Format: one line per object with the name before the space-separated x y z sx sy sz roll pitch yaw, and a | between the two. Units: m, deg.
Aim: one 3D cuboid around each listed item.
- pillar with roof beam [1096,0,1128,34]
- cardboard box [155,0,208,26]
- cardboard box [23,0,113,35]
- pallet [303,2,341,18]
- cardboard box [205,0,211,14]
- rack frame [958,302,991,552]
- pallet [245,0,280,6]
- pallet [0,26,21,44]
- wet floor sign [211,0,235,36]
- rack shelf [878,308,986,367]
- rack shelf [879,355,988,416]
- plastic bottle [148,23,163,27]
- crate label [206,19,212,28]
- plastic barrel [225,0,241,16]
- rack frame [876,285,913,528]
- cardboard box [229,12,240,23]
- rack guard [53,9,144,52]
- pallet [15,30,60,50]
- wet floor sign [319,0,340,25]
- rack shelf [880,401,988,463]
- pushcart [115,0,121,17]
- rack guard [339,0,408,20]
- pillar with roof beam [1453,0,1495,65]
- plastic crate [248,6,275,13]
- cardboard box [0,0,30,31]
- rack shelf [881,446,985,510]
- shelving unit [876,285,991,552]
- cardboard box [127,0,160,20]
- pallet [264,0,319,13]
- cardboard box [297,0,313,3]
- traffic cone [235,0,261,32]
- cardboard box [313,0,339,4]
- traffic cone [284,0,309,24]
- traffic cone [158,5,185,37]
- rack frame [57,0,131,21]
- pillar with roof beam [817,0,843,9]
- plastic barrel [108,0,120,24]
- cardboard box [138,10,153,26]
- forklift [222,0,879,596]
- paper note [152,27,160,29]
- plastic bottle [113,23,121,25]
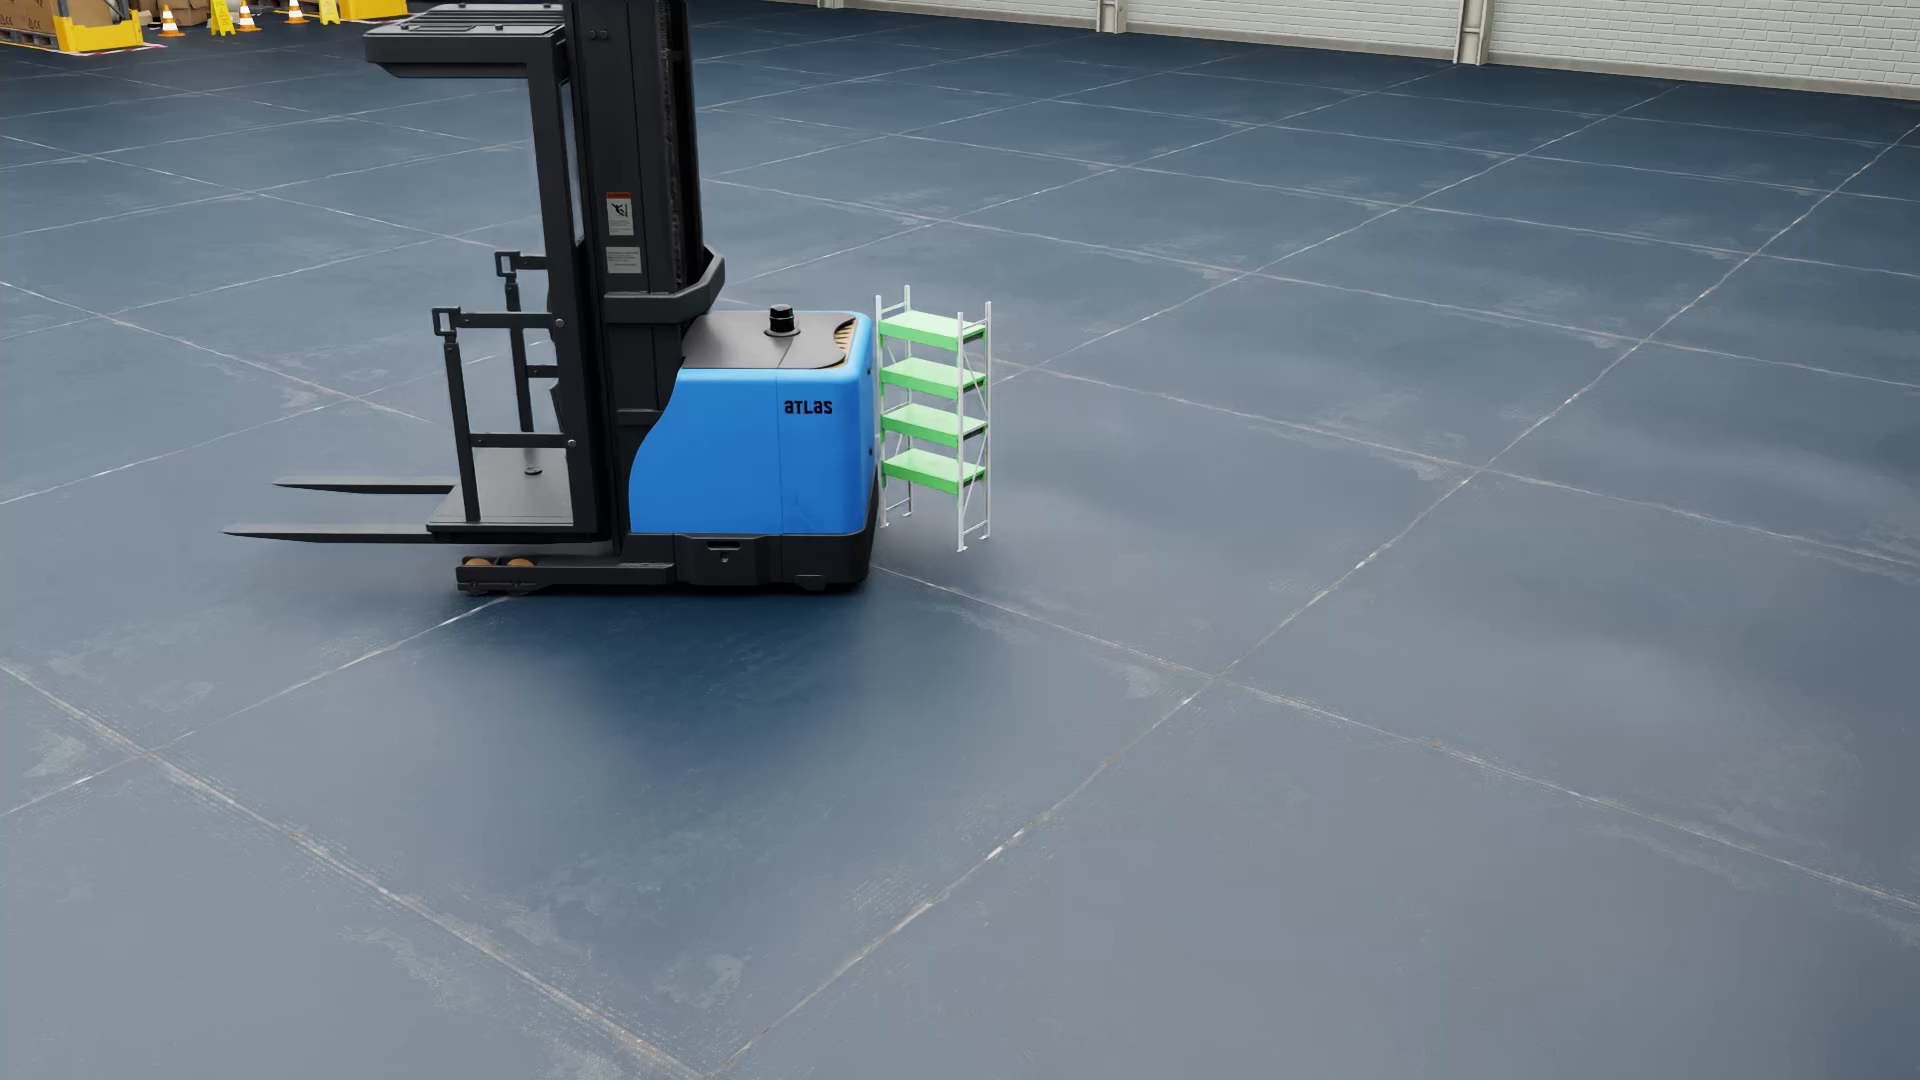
pillar with roof beam | -0.127 -10.966 21.978 0.400 9.000 9.100 17 29 33
cardboard box | -13.029 -8.916 27.861 0.637 0.503 0.797 -1 24 -3
cardboard box | -13.575 -8.191 25.235 0.875 0.875 0.875 17 29 34
pallet | -10.794 -9.400 29.323 1.213 0.211 1.003 17 29 33
cardboard box | -13.264 -9.577 29.362 0.500 0.500 0.500 -5 24 -12
rack frame | 0.069 -0.531 7.964 0.015 1.200 0.240 17 29 34
pallet | -12.747 -9.990 30.662 1.213 0.211 1.003 17 29 33
pallet | -14.651 -8.016 26.181 1.213 0.211 1.003 17 29 33
wet floor sign | -11.782 -8.383 26.476 0.232 0.644 0.267 12 26 24
rack shelf | -0.127 -0.970 7.930 0.480 0.148 0.258 17 29 34
rack shelf | -0.126 -0.751 8.027 0.480 0.148 0.258 17 29 34
plastic bottle | -13.344 -8.528 27.530 0.283 0.061 0.133 7 25 15
crate label | -12.282 -8.558 27.503 0.298 0.136 0.250 3 24 6
plastic barrel | -12.665 -9.282 28.792 0.512 0.421 0.421 -5 24 -12
rack frame | -0.320 -0.649 8.233 0.015 1.200 0.240 17 29 34
cardboard box | -12.364 -8.811 28.062 0.380 0.149 0.250 -10 26 -21
rack guard | -12.973 -7.679 25.058 0.348 0.500 1.175 17 29 33
pallet | -13.679 -7.721 25.511 1.213 0.211 1.003 17 29 33
wet floor sign | -10.594 -8.982 27.834 0.267 0.644 0.232 -15 28 -30
rack shelf | -0.125 -0.531 8.124 0.480 0.148 0.258 17 29 34
pushcart | -14.633 -9.470 29.274 0.936 0.377 1.648 7 25 15
rack guard | -10.166 -9.325 28.793 0.348 0.500 1.175 17 29 33
pillar with roof beam | 4.674 -9.515 18.685 0.400 9.000 9.100 17 29 33
plastic crate | -12.541 -9.437 29.569 0.583 0.080 0.402 7 25 15
cardboard box | -14.280 -8.403 25.716 0.875 0.875 0.875 16 29 32
rack shelf | -0.125 -0.312 8.222 0.480 0.148 0.258 17 29 34
shelving unit | -0.126 -0.590 8.099 0.503 1.200 0.258 17 29 34
cardboard box | -13.782 -9.201 28.341 0.503 0.637 0.797 17 29 33
pallet | -11.766 -9.695 29.993 1.213 0.211 1.003 17 29 33
cardboard box | -11.323 -9.620 29.254 0.500 0.250 0.500 17 29 33
traffic cone | -11.616 -8.537 27.051 0.334 0.463 0.336 17 29 33
cardboard box | -10.932 -9.498 28.977 0.500 0.250 0.500 17 29 33
traffic cone | -11.222 -8.977 28.050 0.334 0.463 0.336 17 29 33
traffic cone | -12.566 -8.254 26.410 0.334 0.463 0.336 17 29 33
rack frame | -12.993 -8.829 24.567 0.127 3.000 1.000 17 29 33
pillar with roof beam | -4.928 -12.417 25.271 0.400 9.000 9.100 17 29 33
plastic barrel | -14.366 -8.838 27.783 0.512 0.421 0.421 -5 24 -12
cardboard box | -13.713 -8.723 27.719 0.396 0.266 0.258 -21 31 -39
forklift | -1.938 -1.298 7.561 3.031 2.935 1.130 0 24 1
paper note | -13.196 -8.386 27.247 0.144 0.017 0.142 -15 28 -30
plastic bottle | -13.899 -8.475 27.409 0.133 0.061 0.283 7 25 15
